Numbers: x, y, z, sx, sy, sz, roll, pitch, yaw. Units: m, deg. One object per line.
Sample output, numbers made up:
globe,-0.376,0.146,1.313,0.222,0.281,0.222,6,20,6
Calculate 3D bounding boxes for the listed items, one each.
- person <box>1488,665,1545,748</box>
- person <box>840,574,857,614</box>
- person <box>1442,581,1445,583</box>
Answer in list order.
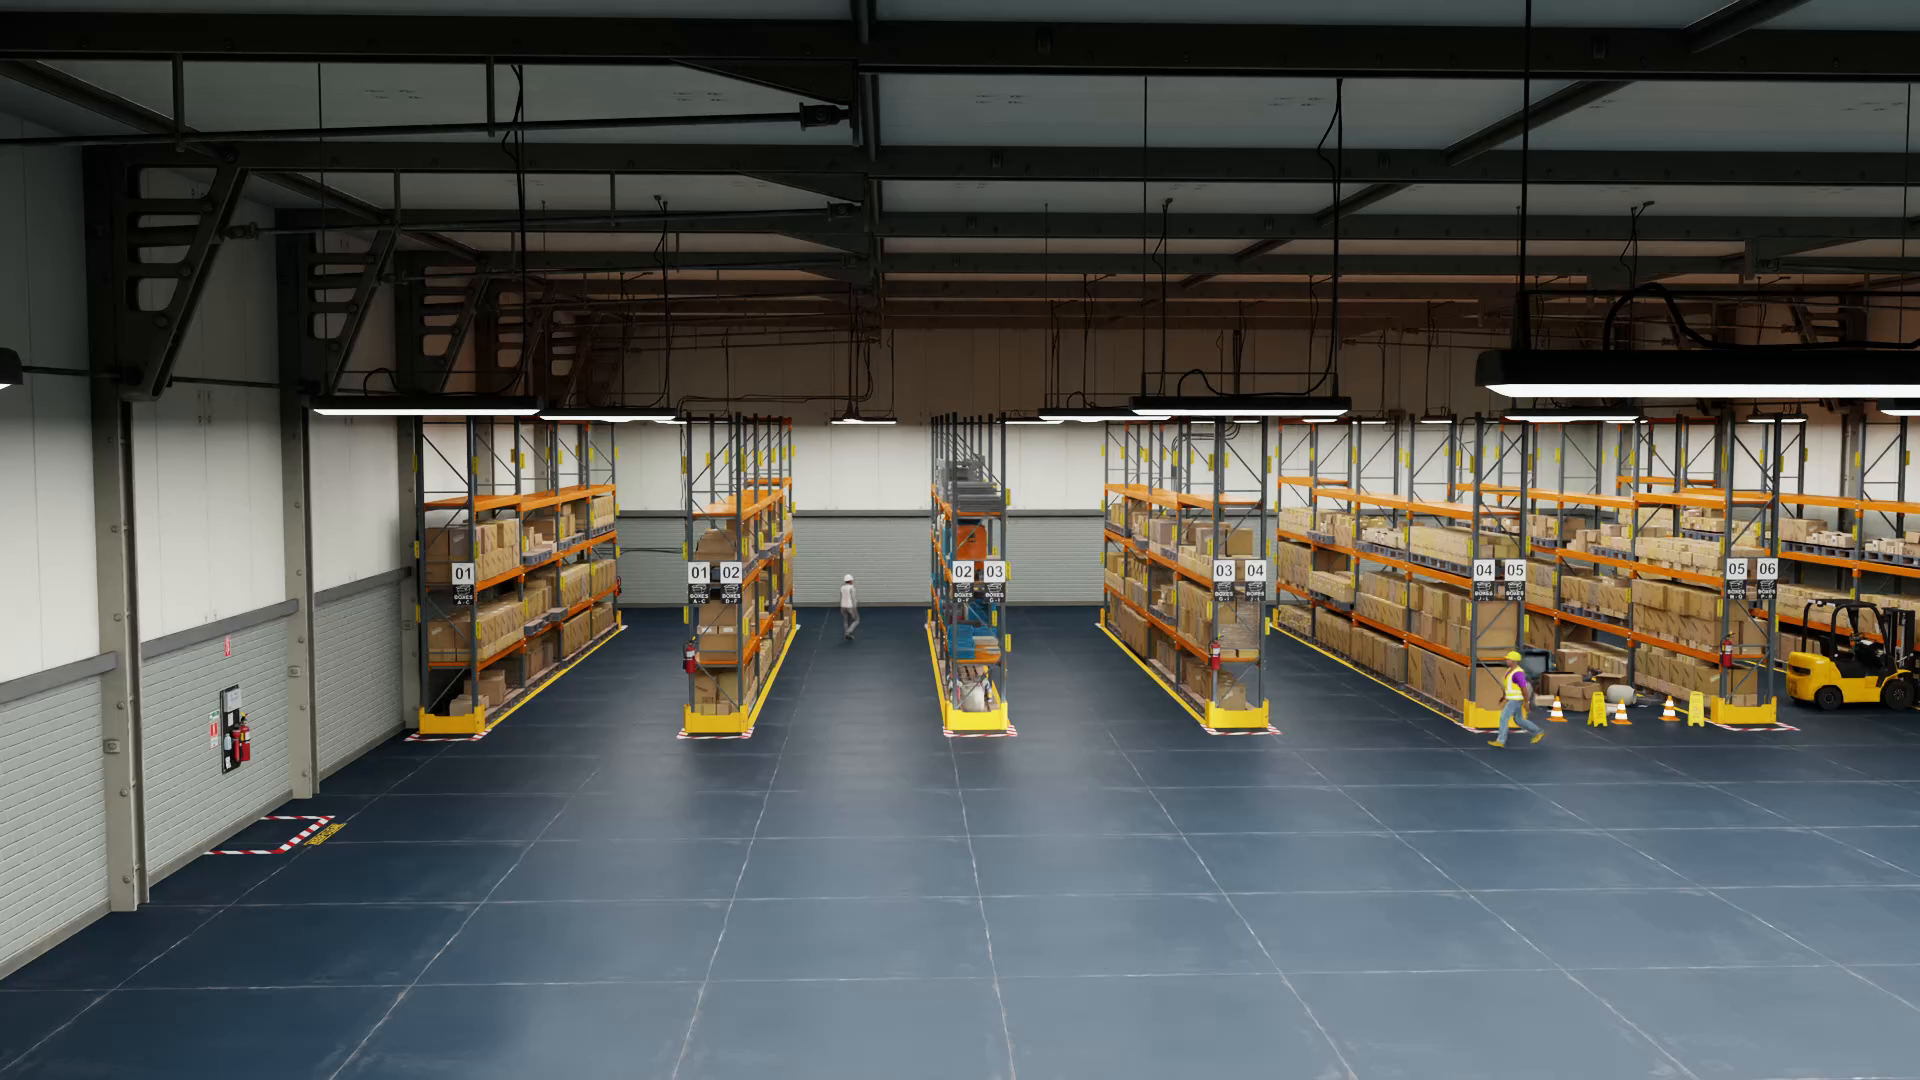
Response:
person,9.950,2.969,29.719,1.068,1.469,0.593,0,4,2
person,-2.960,1.465,44.477,0.562,1.083,0.375,3,5,41
person,15.006,1.335,51.062,0.491,1.678,0.906,-1,4,-20
